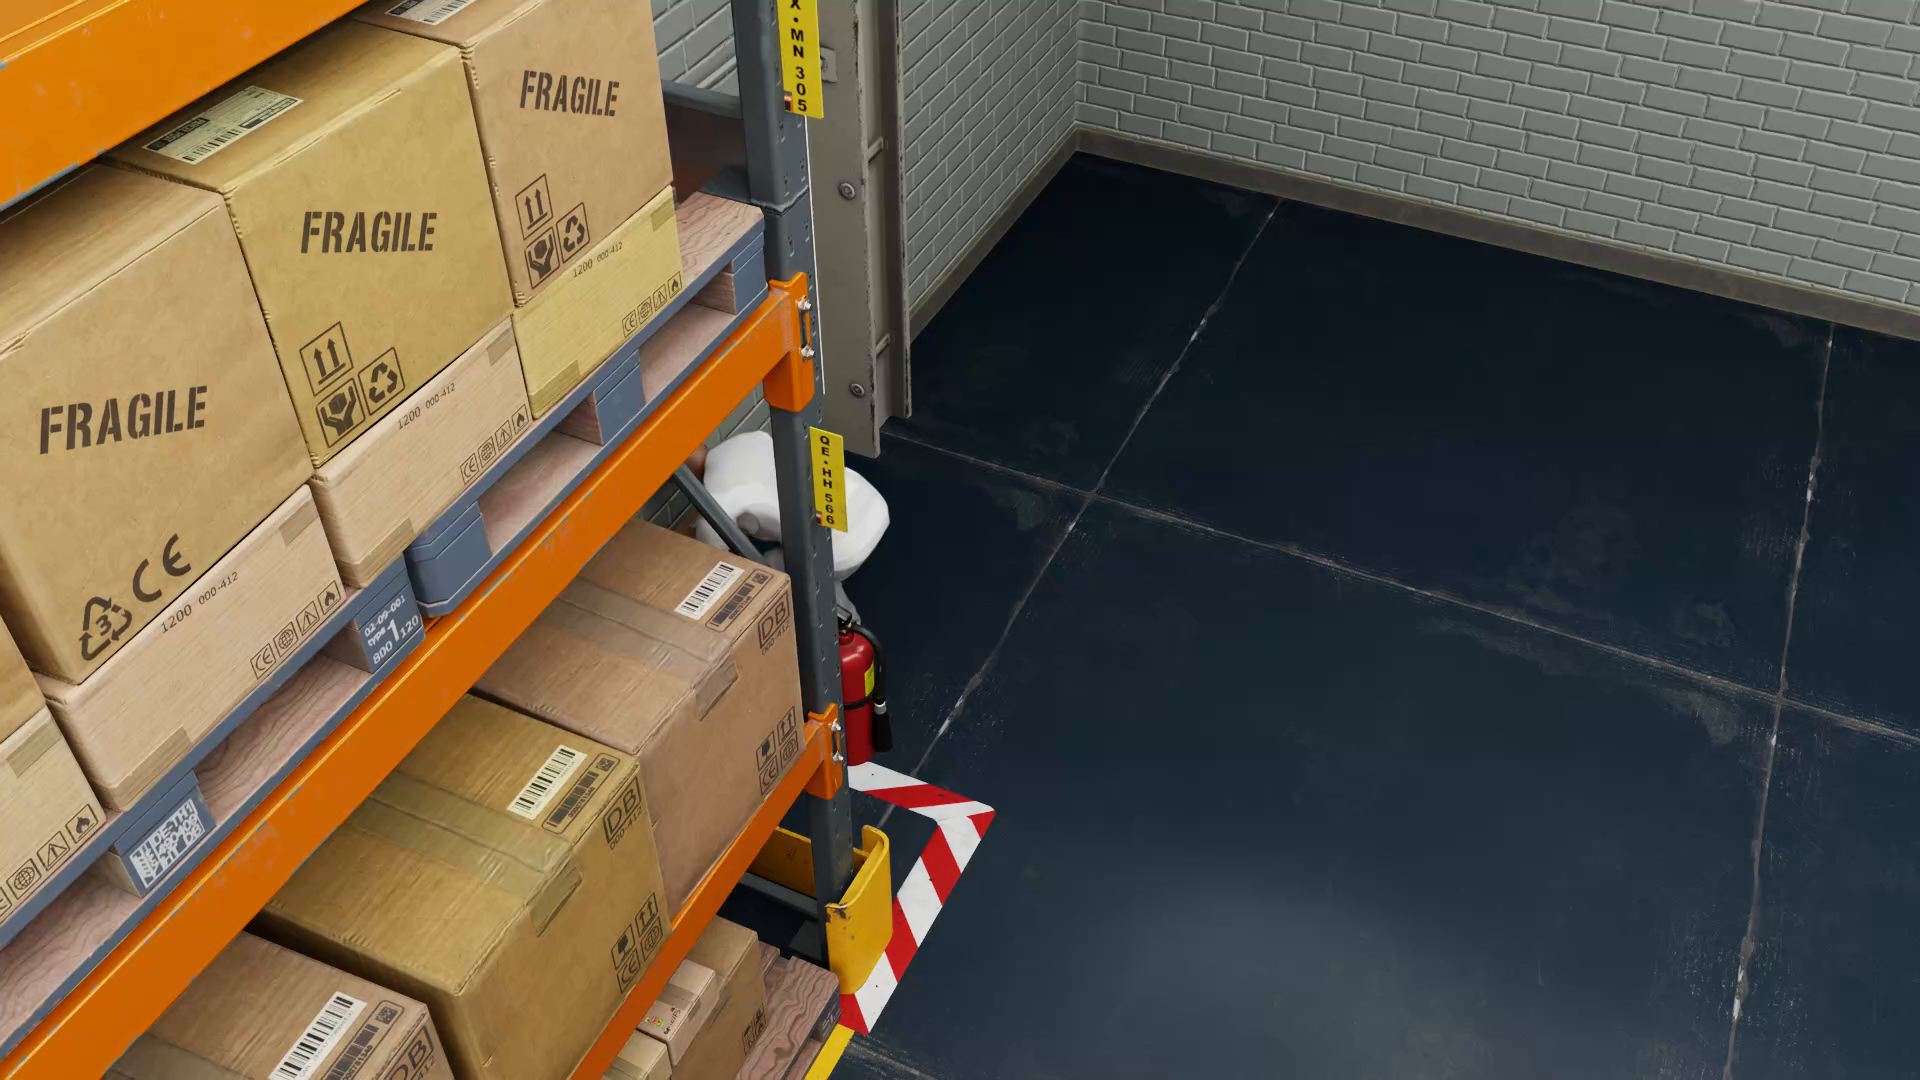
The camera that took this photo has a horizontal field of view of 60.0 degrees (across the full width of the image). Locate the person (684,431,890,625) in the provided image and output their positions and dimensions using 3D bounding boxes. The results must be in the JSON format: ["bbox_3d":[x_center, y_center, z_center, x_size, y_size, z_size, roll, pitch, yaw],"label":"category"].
[{"bbox_3d":[-0.763,0.029,6.674,0.959,1.015,0.525,15,44,17],"label":"person"}]
